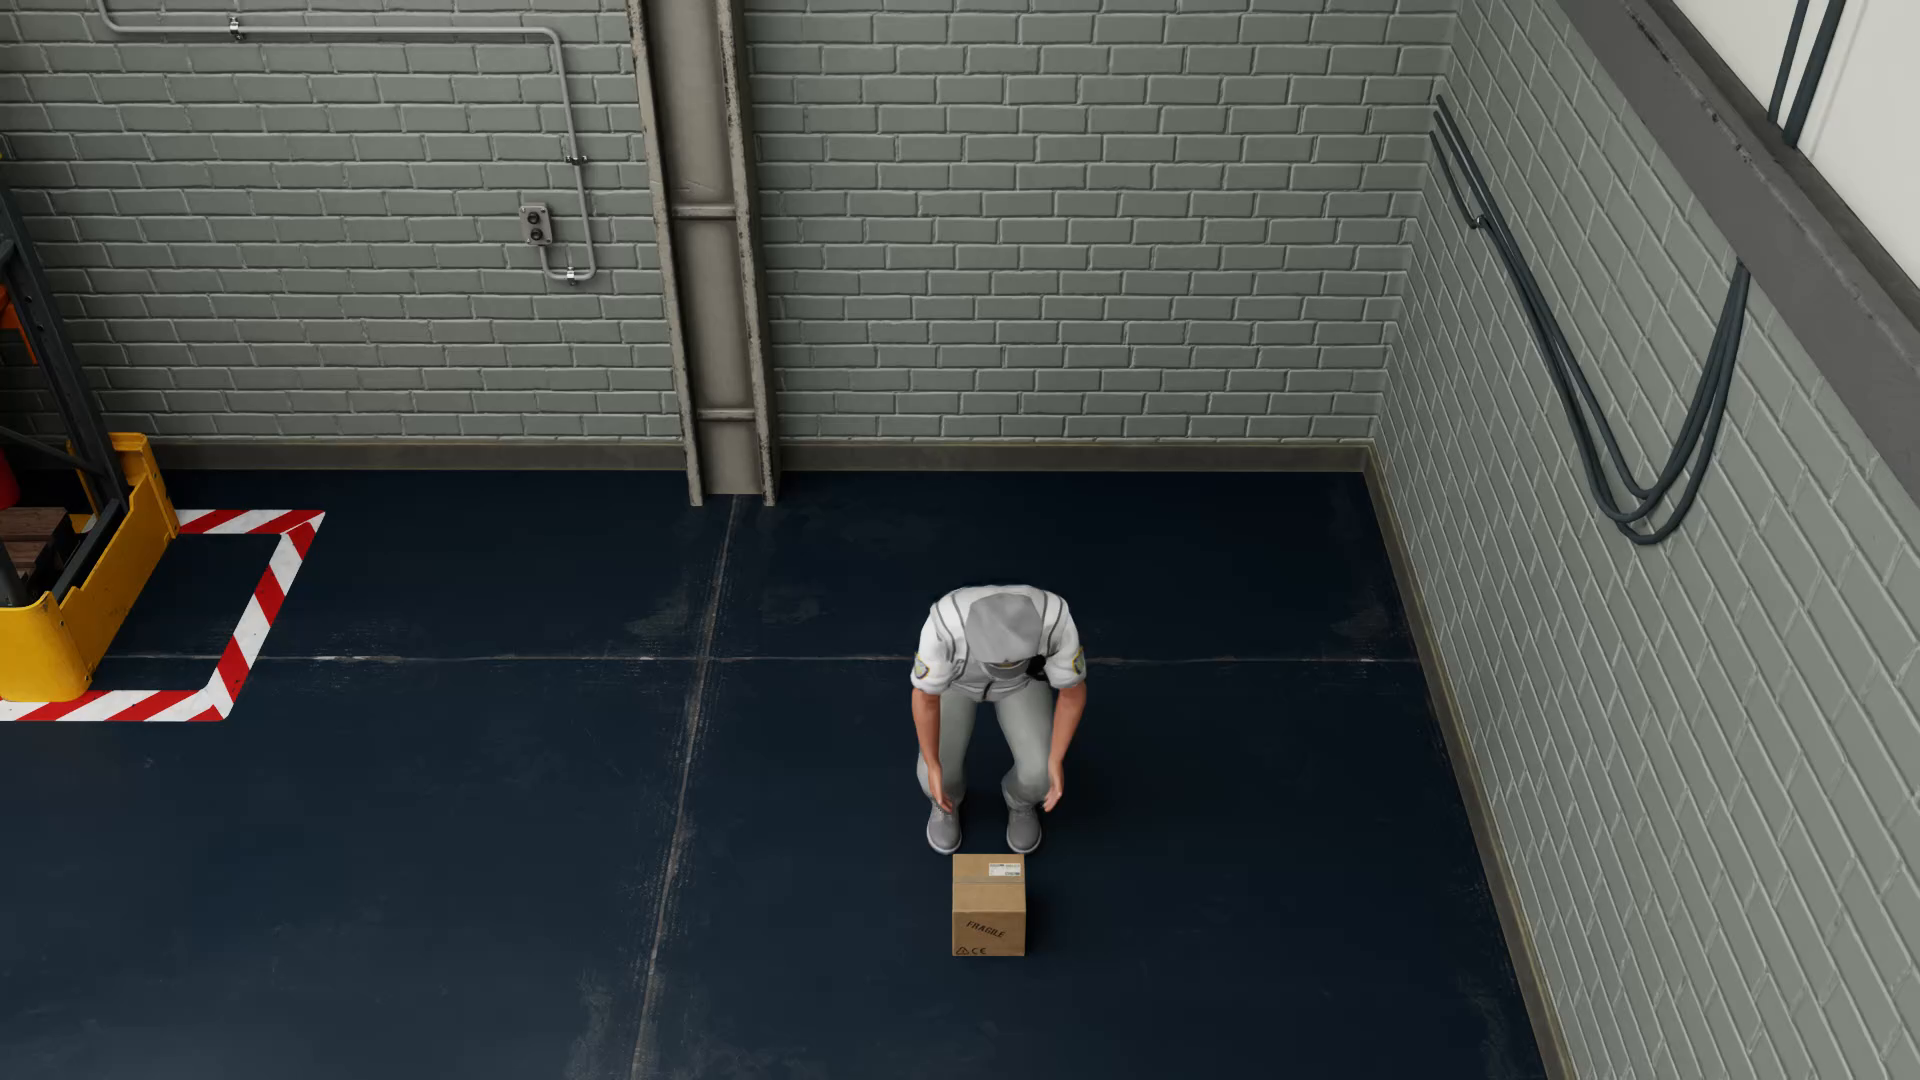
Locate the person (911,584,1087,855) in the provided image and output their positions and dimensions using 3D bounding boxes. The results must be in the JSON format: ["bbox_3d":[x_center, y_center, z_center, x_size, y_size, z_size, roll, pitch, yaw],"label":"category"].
[{"bbox_3d":[0.131,0.573,5.750,0.590,1.381,0.826,0,39,0],"label":"person"}]
